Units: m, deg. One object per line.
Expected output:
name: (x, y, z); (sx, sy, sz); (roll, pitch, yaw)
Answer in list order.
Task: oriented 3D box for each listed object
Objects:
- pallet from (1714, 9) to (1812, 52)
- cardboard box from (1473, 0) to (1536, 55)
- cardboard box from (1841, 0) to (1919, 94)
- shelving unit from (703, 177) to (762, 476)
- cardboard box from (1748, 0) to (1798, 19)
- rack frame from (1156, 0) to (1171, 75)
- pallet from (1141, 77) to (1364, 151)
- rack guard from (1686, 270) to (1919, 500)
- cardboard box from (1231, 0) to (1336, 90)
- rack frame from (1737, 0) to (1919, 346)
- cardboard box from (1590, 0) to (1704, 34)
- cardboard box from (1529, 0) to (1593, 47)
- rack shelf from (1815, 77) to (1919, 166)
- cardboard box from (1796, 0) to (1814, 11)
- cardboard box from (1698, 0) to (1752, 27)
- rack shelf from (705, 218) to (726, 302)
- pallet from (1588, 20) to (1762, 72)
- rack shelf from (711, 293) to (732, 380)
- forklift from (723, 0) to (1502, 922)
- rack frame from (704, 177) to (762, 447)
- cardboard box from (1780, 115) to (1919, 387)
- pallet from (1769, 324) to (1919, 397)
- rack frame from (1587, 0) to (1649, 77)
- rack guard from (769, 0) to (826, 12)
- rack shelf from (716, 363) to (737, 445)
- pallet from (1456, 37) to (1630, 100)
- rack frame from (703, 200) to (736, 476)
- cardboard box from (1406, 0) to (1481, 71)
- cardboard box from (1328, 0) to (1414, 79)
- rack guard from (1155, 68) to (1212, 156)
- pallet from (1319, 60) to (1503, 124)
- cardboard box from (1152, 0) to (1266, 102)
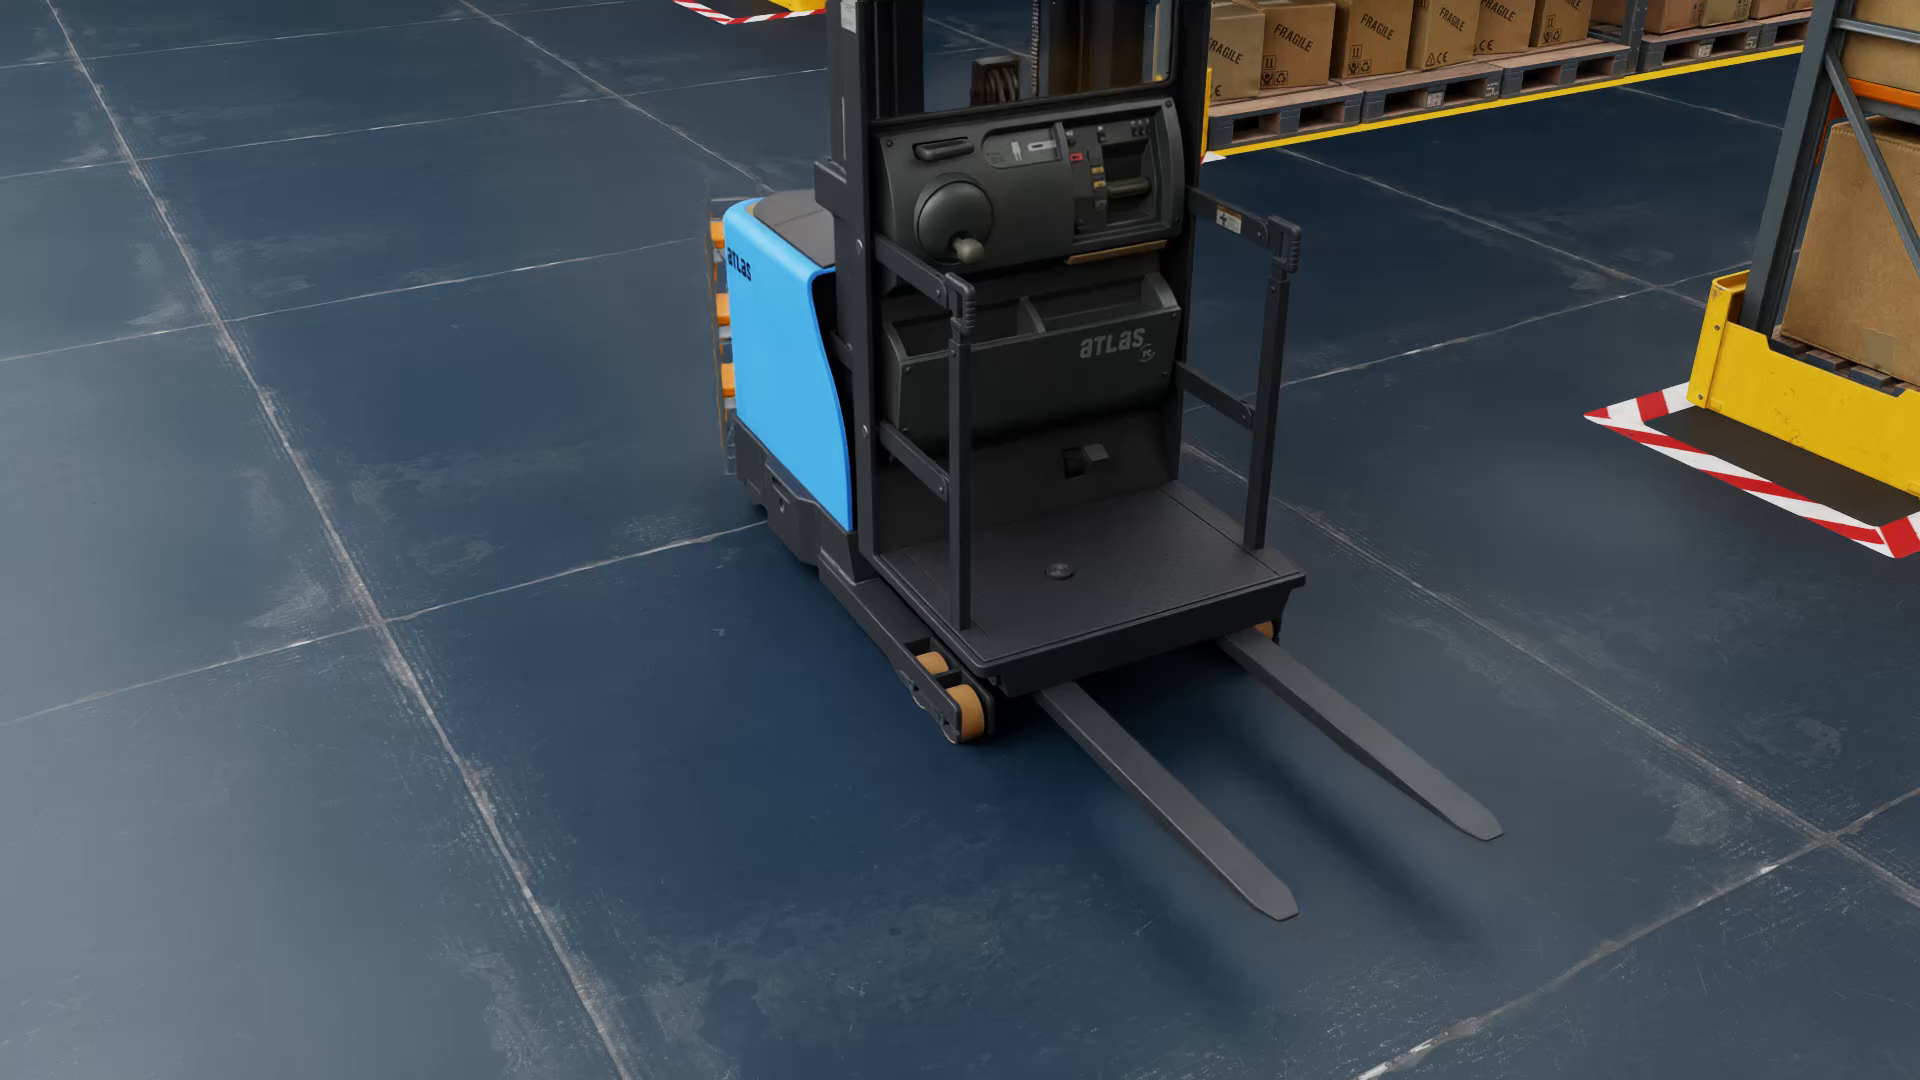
pallet: (6.154, -4.041, 12.854); (1.213, 0.211, 1.003); (-16, 33, -26)
cardboard box: (3.575, -3.635, 11.385); (0.500, 0.500, 0.500); (-6, 29, -11)
cardboard box: (3.704, -1.876, 5.889); (0.550, 0.550, 0.875); (-16, 33, -26)
shelving unit: (-0.792, -0.765, 6.050); (0.215, 1.050, 0.252); (-3, 29, -6)
cardboard box: (5.873, -4.256, 12.489); (0.500, 0.500, 0.700); (-19, 34, -30)
rack frame: (0.982, -3.791, 9.515); (0.127, 3.000, 1.000); (-16, 33, -26)
pallet: (1.765, -2.773, 10.556); (1.213, 0.211, 1.003); (-16, 33, -26)
rack guard: (3.387, -0.600, 6.320); (0.348, 0.500, 1.175); (-16, 33, -26)
cardboard box: (2.026, -3.187, 10.573); (0.500, 0.500, 0.500); (-8, 30, -13)
rack frame: (3.407, -1.700, 5.726); (0.127, 3.000, 1.000); (-16, 33, -26)
cardboard box: (4.971, -4.010, 12.043); (0.500, 0.500, 0.700); (-19, 34, -30)
cardboard box: (4.065, -3.779, 11.645); (0.500, 0.500, 0.500); (-17, 33, -28)
rack shelf: (5.132, -1.875, 6.787); (4.000, 0.370, 1.077); (-16, 33, -26)
cardboard box: (6.354, -4.393, 12.737); (0.500, 0.500, 0.700); (-13, 31, -22)
cardboard box: (5.391, -4.119, 12.241); (0.500, 0.500, 0.700); (-16, 33, -27)
rack shelf: (-0.792, -1.004, 5.918); (0.215, 0.259, 0.240); (-3, 29, -6)
pallet: (5.101, -3.741, 12.310); (1.213, 0.211, 1.003); (-16, 33, -26)
rack shelf: (-0.792, -0.756, 6.055); (0.215, 0.259, 0.240); (-3, 29, -6)
forklift: (0.316, -0.955, 4.447); (1.130, 2.935, 3.031); (-14, 32, -24)
rack frame: (-0.807, -0.824, 6.156); (0.200, 1.050, 0.008); (-3, 29, -6)
cardboard box: (3.958, -1.147, 6.489); (0.875, 0.875, 0.875); (-16, 33, -26)
pallet: (4.057, -0.708, 6.814); (1.213, 0.211, 1.003); (-16, 33, -26)
rack frame: (4.430, -4.770, 11.289); (0.127, 3.000, 1.000); (-16, 33, -26)
rack guard: (-1.486, -4.798, 13.927); (0.348, 0.500, 1.175); (-16, 33, -26)
rack shelf: (-0.792, -0.513, 6.190); (0.215, 0.259, 0.240); (-3, 29, -6)
pallet: (3.869, -3.370, 11.639); (1.213, 0.211, 1.003); (-16, 33, -26)
rack frame: (-0.777, -0.707, 5.944); (0.200, 1.050, 0.008); (-3, 29, -6)
cardboard box: (3.080, -3.450, 11.050); (0.500, 0.500, 0.500); (-19, 34, -31)
cardboard box: (2.576, -3.332, 10.836); (0.500, 0.500, 0.500); (-13, 31, -22)
rack guard: (1.047, -2.715, 10.153); (0.348, 0.500, 1.175); (-16, 33, -26)
pallet: (2.816, -3.070, 11.094); (1.213, 0.211, 1.003); (-16, 33, -26)
cardboard box: (1.528, -3.027, 10.282); (0.500, 0.500, 0.500); (-10, 30, -17)
